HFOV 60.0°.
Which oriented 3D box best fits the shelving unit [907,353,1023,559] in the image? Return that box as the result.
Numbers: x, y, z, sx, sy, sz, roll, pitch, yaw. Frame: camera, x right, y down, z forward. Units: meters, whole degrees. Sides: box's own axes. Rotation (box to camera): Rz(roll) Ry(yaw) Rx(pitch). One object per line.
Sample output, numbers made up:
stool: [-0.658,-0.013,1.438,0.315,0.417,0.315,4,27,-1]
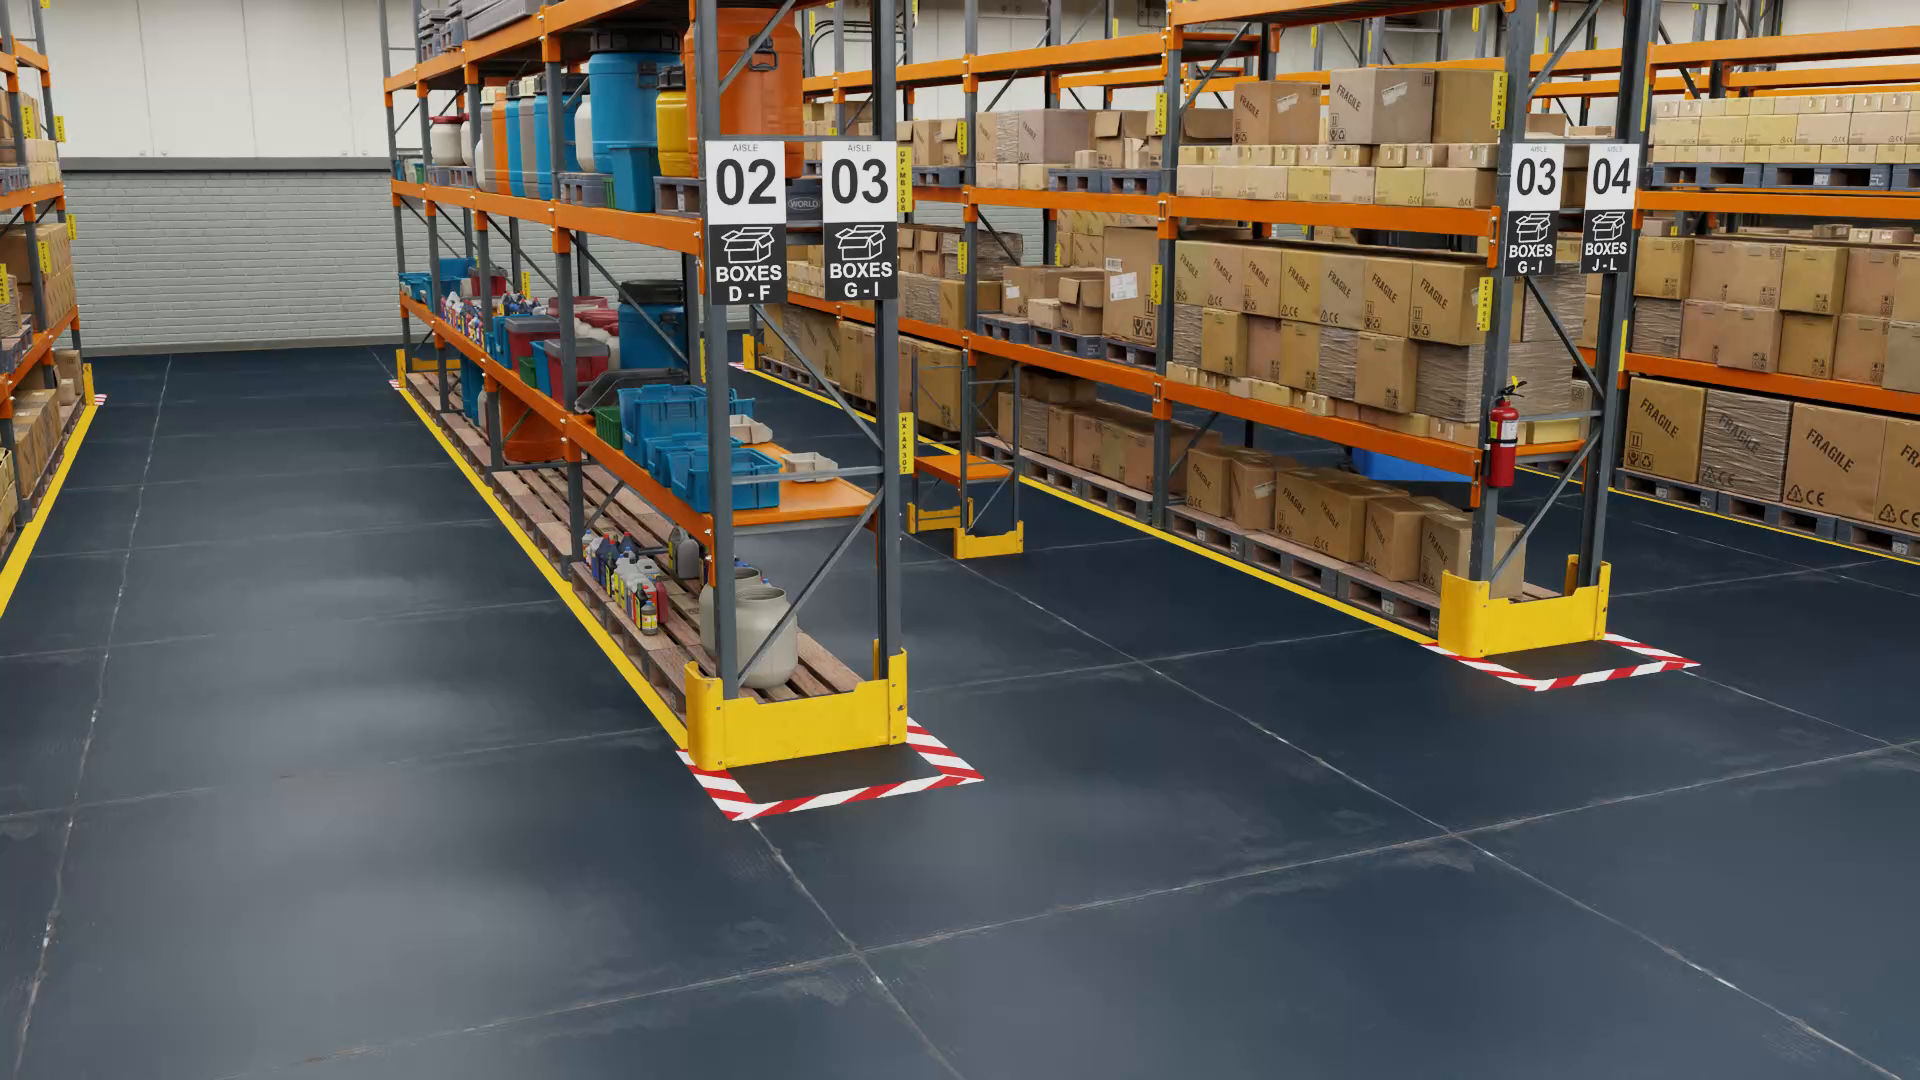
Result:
shelving unit: [0.031,-0.715,13.633,0.587,1.500,1.083,-6,14,-23]

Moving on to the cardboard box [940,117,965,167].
cardboard box: [0.223,-4.265,17.831,0.797,0.503,0.637,-5,14,-20]

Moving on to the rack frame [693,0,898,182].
rack frame: [-0.800,-3.251,7.961,1.000,3.000,0.127,-6,14,-23]

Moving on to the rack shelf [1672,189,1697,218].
rack shelf: [5.920,-3.554,17.515,1.077,0.370,4.000,-6,14,-23]

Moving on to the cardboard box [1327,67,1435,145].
cardboard box: [2.885,-2.972,11.416,0.500,0.500,0.500,-6,14,-23]

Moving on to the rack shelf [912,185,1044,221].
rack shelf: [-0.268,-3.953,19.240,1.077,0.370,4.000,-6,14,-23]

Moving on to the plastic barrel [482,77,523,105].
plastic barrel: [-4.229,-3.974,15.853,0.600,0.830,0.708,-6,14,-23]

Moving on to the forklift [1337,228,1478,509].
forklift: [4.287,-1.984,15.943,1.130,2.935,3.031,2,13,7]

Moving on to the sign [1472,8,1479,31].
sign: [7.493,-7.560,24.156,0.100,0.325,0.005,-6,14,-23]

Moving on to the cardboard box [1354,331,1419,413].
cardboard box: [3.233,-1.178,11.427,0.875,0.500,0.500,-6,14,-23]

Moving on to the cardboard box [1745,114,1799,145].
cardboard box: [7.066,-3.481,14.127,0.500,0.250,0.500,-6,14,-24]

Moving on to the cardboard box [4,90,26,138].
cardboard box: [-10.447,-4.572,17.878,0.700,0.500,0.500,-6,14,-23]

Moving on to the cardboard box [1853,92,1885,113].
cardboard box: [7.368,-3.486,13.261,0.380,0.149,0.250,-6,14,-24]

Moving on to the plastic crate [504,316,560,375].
plastic crate: [-3.638,-1.651,14.210,0.402,0.464,0.583,-6,14,-23]

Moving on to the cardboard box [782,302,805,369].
cardboard box: [-1.977,-2.938,23.693,0.875,0.875,0.875,-6,14,-23]

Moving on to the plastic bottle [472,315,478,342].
plastic bottle: [-4.836,-2.117,16.652,0.097,0.271,0.097,0,13,0]

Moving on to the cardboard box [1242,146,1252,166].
cardboard box: [2.380,-2.936,12.700,0.380,0.149,0.250,-5,14,-21]

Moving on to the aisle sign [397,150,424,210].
aisle sign: [-7.510,-4.889,22.575,0.394,0.787,0.004,-6,14,-23]

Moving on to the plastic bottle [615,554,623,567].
plastic bottle: [-2.291,0.230,11.299,0.097,0.271,0.097,0,13,0]

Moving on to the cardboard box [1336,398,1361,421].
cardboard box: [2.919,-0.951,11.882,0.380,0.149,0.250,-6,14,-23]

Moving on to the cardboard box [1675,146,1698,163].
cardboard box: [6.661,-3.463,14.930,0.380,0.149,0.250,-6,14,-23]

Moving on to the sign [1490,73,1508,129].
sign: [3.221,-2.623,9.934,0.100,0.325,0.005,-6,14,-23]

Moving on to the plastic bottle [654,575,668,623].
plastic bottle: [-1.916,0.376,10.640,0.061,0.283,0.133,-6,14,-23]

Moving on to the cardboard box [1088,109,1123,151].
cardboard box: [1.353,-3.898,16.076,0.500,0.500,0.500,-5,14,-22]

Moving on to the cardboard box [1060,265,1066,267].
cardboard box: [1.743,-4.290,26.310,0.380,0.149,0.250,-6,14,-23]

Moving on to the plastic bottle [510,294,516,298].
plastic bottle: [-5.153,-2.695,19.138,0.152,0.276,0.135,-6,14,-23]

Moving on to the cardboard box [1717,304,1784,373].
cardboard box: [7.229,-1.794,14.635,0.875,0.550,0.550,-6,14,-23]

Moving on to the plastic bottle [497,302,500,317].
plastic bottle: [-5.260,-2.644,19.081,0.097,0.201,0.097,0,13,0]

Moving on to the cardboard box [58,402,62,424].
cardboard box: [-10.117,-1.372,18.133,0.500,0.311,0.500,-6,14,-23]

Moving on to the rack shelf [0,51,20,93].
rack shelf: [-9.346,-4.325,15.084,1.077,0.370,4.000,-6,14,-23]

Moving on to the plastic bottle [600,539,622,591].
plastic bottle: [-2.384,0.164,11.406,0.144,0.351,0.185,-6,14,-25]

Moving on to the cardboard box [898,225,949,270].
cardboard box: [-0.541,-3.519,19.974,0.797,0.503,0.637,-5,14,-22]

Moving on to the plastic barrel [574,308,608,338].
plastic barrel: [-3.228,-1.756,14.555,0.421,0.512,0.421,0,13,0]

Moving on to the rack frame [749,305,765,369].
rack frame: [-2.671,-4.082,24.853,1.000,3.000,0.127,-6,14,-23]

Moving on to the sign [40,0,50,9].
sign: [-11.233,-6.689,20.389,0.100,0.325,0.005,-6,14,-23]

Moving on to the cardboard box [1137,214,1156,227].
cardboard box: [2.868,-4.542,23.744,0.500,0.500,0.500,-6,14,-25]

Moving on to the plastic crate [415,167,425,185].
plastic crate: [-6.054,-4.226,19.295,0.450,0.188,0.662,-6,14,-23]

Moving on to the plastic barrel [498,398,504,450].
plastic barrel: [-4.524,-1.182,16.911,0.421,0.512,0.421,0,13,0]

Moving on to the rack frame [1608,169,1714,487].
rack frame: [6.721,-2.030,15.987,1.000,3.000,0.127,-6,14,-23]

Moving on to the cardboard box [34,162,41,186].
cardboard box: [-10.312,-3.976,18.077,0.500,0.250,0.500,-6,14,-23]

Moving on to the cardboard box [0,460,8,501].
cardboard box: [-7.895,-0.480,13.216,0.500,0.311,0.500,-6,14,-24]

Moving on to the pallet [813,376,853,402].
pallet: [-1.302,-2.061,22.306,1.003,0.211,1.213,-6,14,-23]

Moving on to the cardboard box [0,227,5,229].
cardboard box: [-11.401,-3.397,19.455,0.500,0.500,0.500,-5,14,-22]

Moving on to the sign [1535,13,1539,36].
sign: [8.504,-7.618,24.582,0.100,0.325,0.005,-6,14,-23]

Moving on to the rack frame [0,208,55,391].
rack frame: [-10.147,-2.361,17.420,1.000,3.000,0.127,-6,14,-23]

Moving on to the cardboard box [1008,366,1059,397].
cardboard box: [0.829,-1.655,17.273,0.500,0.250,0.500,-5,14,-21]

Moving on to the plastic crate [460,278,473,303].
plastic crate: [-6.050,-3.112,20.791,0.437,0.282,0.530,-6,14,-23]

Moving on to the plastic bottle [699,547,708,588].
plastic bottle: [-1.758,0.182,11.480,0.061,0.283,0.133,-6,14,-23]

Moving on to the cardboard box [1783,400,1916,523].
cardboard box: [7.637,-0.688,13.972,0.875,0.875,0.875,-6,14,-24]

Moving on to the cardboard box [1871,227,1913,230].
cardboard box: [10.822,-3.556,19.331,0.380,0.149,0.250,-5,14,-20]

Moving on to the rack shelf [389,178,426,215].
rack shelf: [-6.408,-4.332,20.878,1.077,0.370,4.000,-6,14,-23]

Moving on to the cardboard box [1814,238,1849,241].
cardboard box: [10.209,-3.288,19.612,0.500,0.500,0.500,-6,14,-25]

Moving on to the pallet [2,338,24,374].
pallet: [-8.881,-1.575,14.448,1.213,0.211,1.003,-6,14,-23]

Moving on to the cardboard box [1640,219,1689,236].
cardboard box: [9.167,-3.943,21.815,0.500,0.500,0.500,-6,14,-24]

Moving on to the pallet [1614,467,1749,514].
pallet: [6.954,-0.507,15.592,1.003,0.211,1.213,-6,14,-23]

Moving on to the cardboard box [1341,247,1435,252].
cardboard box: [3.166,-1.905,12.349,0.500,0.500,0.500,-6,14,-23]

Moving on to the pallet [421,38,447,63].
pallet: [-5.248,-5.276,18.013,1.003,0.211,1.213,-6,14,-23]

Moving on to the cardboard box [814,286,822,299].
cardboard box: [-1.697,-3.272,21.914,0.380,0.149,0.250,-6,14,-24]

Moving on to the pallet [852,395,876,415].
pallet: [-0.691,-1.744,20.938,1.003,0.211,1.213,-6,14,-23]
